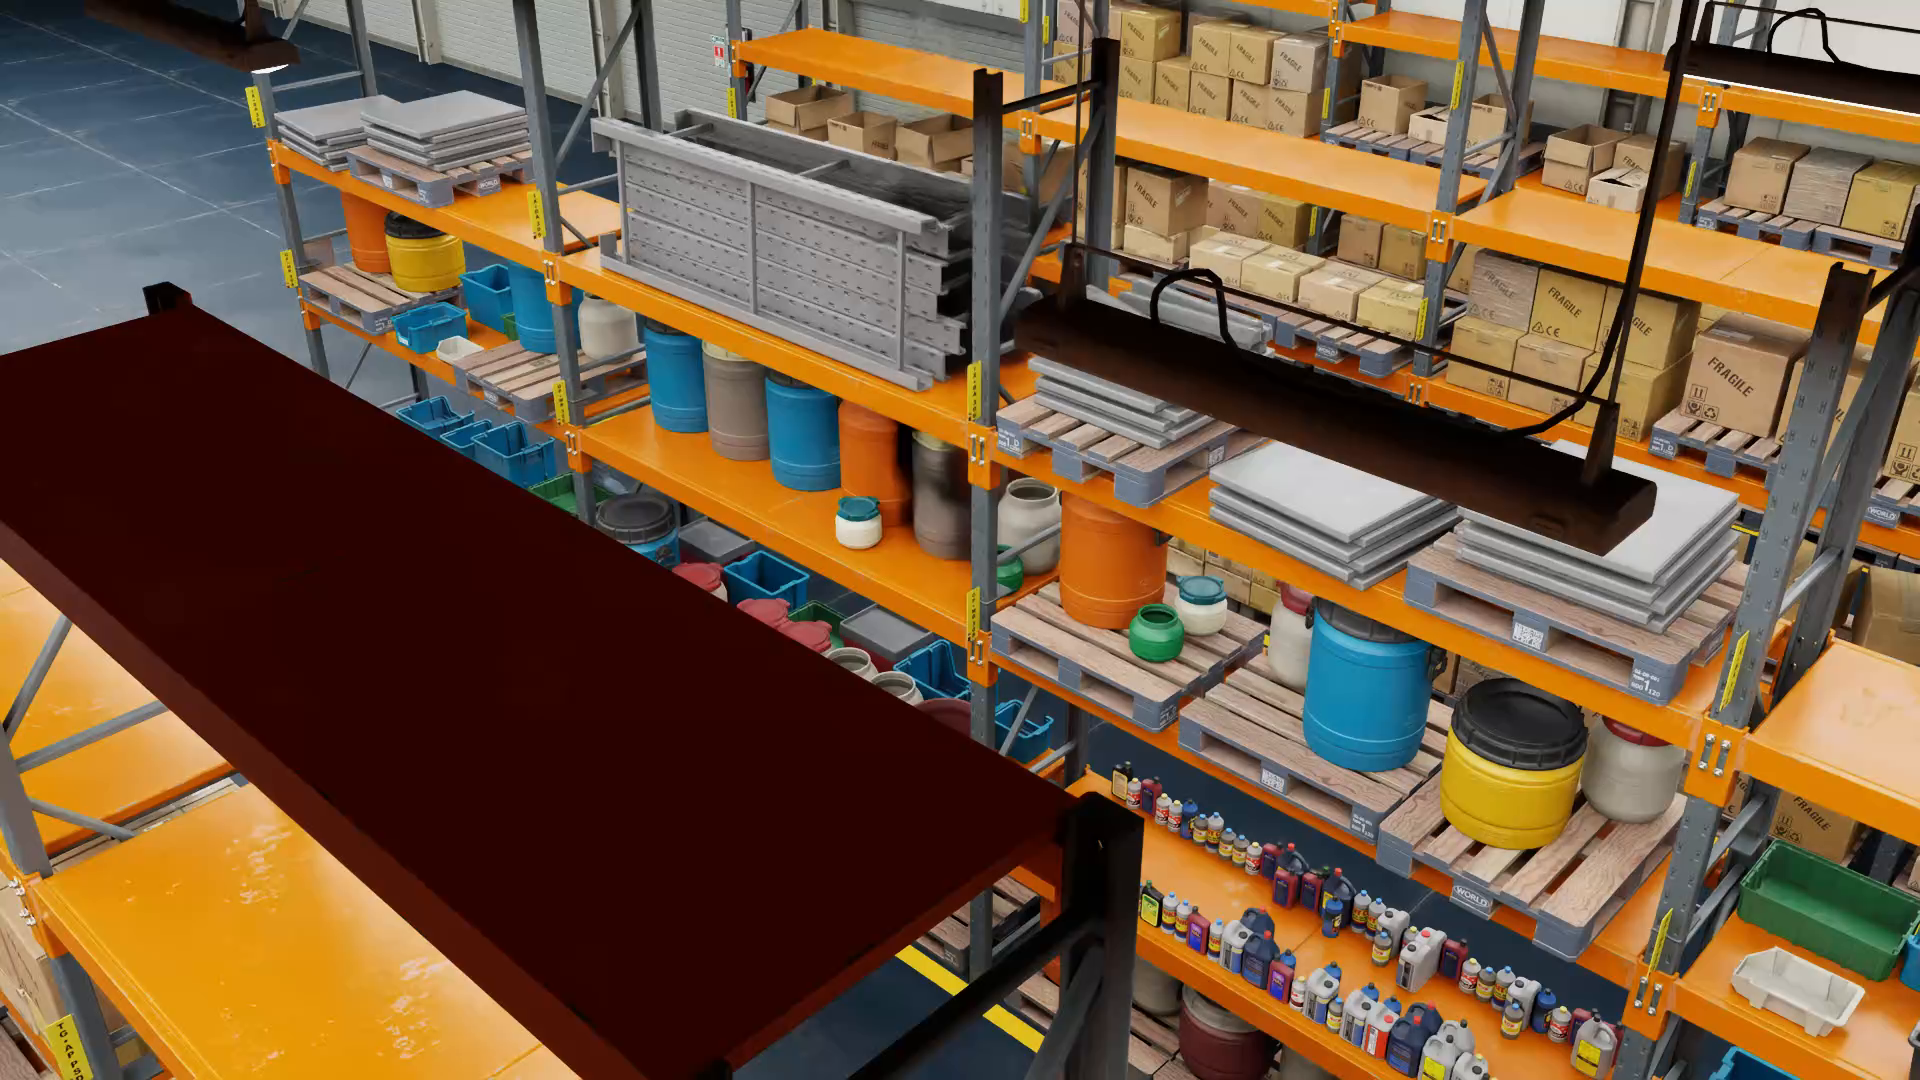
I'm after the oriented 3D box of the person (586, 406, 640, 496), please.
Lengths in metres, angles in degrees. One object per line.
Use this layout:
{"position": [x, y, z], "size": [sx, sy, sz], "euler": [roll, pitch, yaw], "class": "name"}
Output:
{"position": [-3.480, -0.977, 16.116], "size": [0.988, 1.749, 0.715], "euler": [16, 33, 26], "class": "person"}
